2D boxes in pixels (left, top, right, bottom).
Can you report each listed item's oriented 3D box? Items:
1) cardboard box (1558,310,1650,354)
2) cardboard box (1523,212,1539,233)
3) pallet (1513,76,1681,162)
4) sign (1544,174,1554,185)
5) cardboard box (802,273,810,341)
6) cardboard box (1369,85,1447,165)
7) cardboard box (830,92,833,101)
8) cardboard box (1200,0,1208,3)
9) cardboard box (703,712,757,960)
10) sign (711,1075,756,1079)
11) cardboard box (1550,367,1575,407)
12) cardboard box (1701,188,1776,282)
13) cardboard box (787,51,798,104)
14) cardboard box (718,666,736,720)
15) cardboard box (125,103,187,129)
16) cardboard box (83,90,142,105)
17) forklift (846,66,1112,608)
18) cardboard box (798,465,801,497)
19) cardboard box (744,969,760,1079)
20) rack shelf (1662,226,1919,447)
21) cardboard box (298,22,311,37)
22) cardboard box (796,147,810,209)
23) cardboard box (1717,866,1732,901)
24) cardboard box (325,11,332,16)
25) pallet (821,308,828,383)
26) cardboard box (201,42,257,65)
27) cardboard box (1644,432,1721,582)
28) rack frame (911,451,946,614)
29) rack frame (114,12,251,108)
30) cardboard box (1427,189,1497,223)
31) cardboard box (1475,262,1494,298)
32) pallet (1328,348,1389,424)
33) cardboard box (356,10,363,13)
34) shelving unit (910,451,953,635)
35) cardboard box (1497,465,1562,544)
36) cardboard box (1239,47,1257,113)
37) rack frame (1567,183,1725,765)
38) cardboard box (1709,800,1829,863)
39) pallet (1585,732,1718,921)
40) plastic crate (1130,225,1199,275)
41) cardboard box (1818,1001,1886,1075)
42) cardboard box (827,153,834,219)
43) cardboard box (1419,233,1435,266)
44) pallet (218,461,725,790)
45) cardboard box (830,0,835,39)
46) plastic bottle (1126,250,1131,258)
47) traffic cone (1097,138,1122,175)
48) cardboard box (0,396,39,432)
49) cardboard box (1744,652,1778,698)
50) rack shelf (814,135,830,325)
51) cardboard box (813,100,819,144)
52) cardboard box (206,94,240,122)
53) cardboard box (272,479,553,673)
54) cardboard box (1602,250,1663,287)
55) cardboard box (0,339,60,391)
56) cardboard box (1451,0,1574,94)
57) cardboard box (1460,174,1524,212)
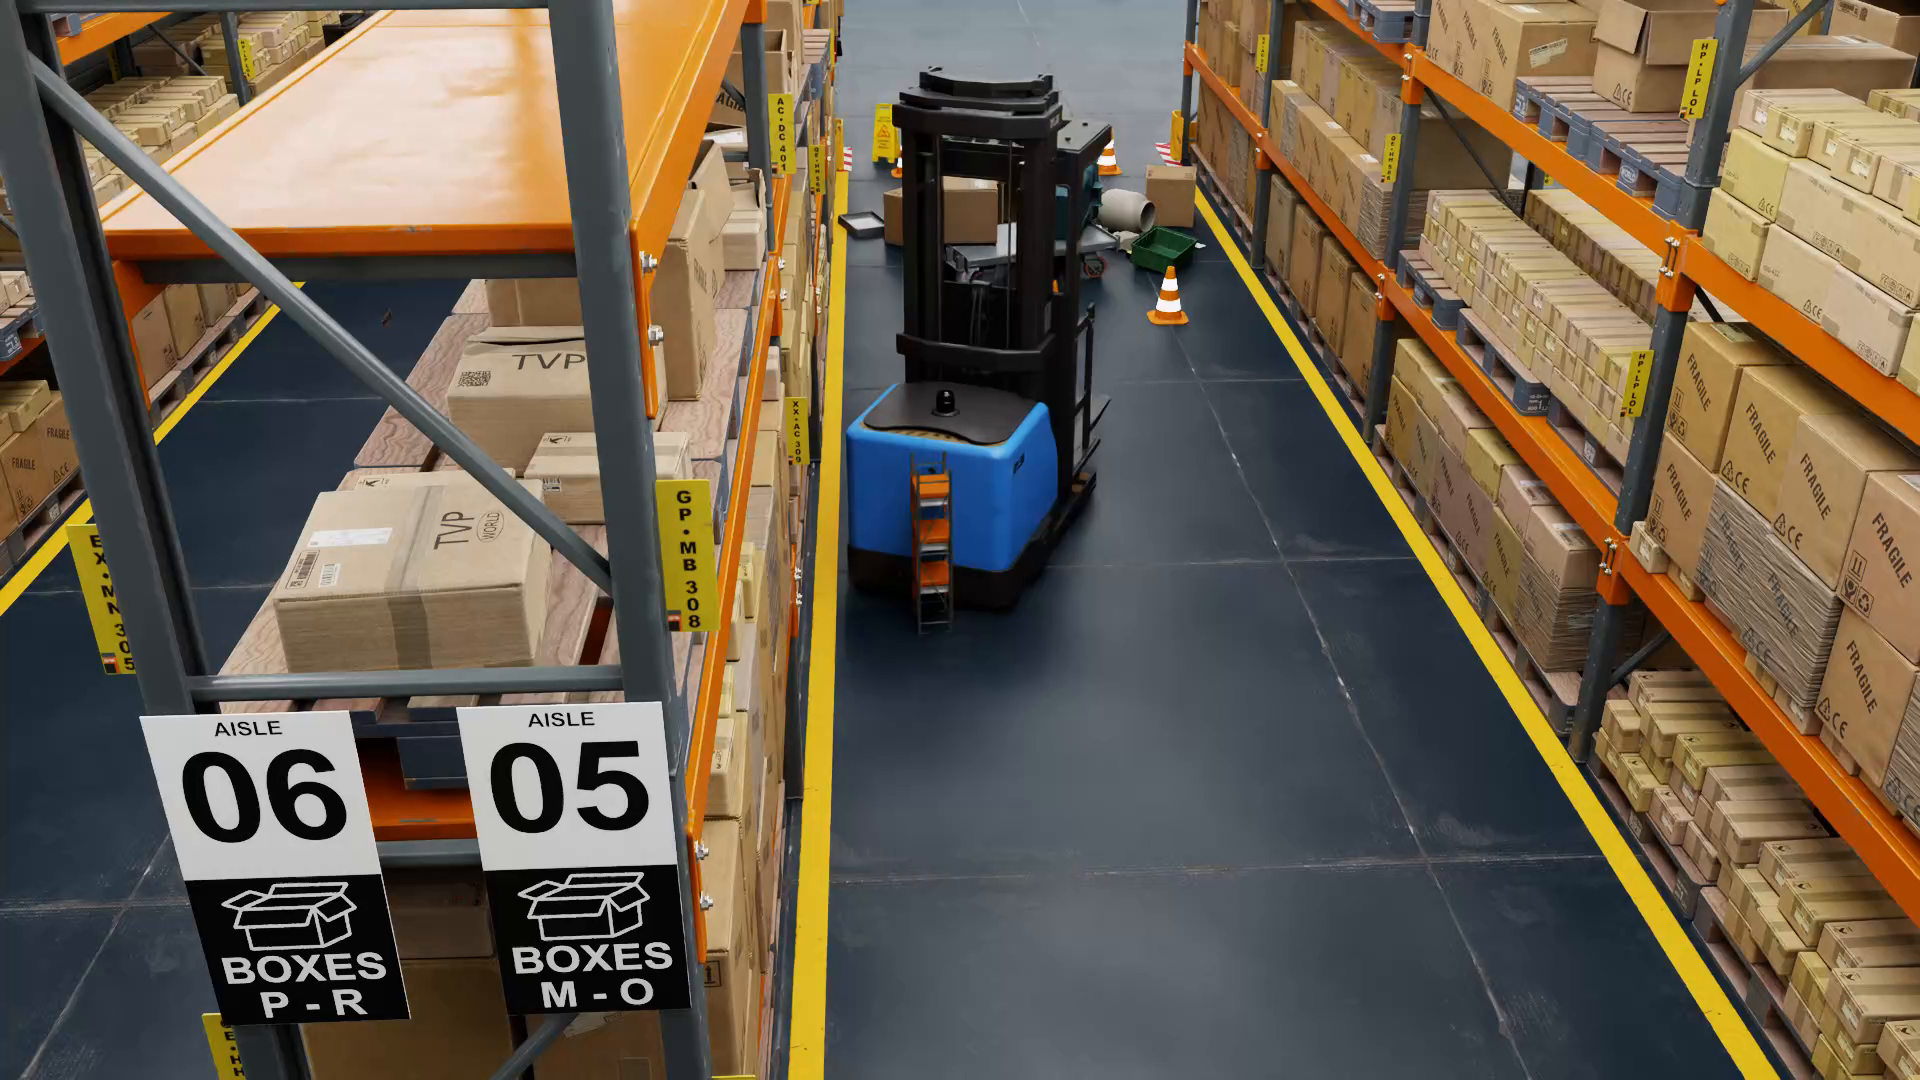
[{"bbox_3d":[3.401,-1.101,8.792,0.380,0.149,0.250,-1,28,-3],"label":"cardboard box"},{"bbox_3d":[3.929,-2.054,10.940,0.380,0.149,0.250,-1,28,-2],"label":"cardboard box"},{"bbox_3d":[3.674,-2.230,8.742,1.213,0.211,1.003,-1,28,-3],"label":"pallet"},{"bbox_3d":[3.990,-2.560,11.248,0.100,0.325,0.005,-1,28,-3],"label":"sign"},{"bbox_3d":[-1.133,-1.363,9.742,0.500,0.250,0.500,-2,28,-4],"label":"cardboard box"},{"bbox_3d":[3.407,-2.993,12.056,0.700,0.500,0.500,-2,28,-3],"label":"cardboard box"},{"bbox_3d":[-1.509,-4.532,17.203,0.380,0.149,0.250,-1,28,-2],"label":"cardboard box"},{"bbox_3d":[3.012,-6.132,17.933,0.875,0.550,0.550,-1,28,-3],"label":"cardboard box"},{"bbox_3d":[-0.846,0.842,4.703,0.500,0.500,0.500,-2,28,-4],"label":"cardboard box"},{"bbox_3d":[-0.517,1.367,3.864,0.100,0.325,0.005,-1,28,-3],"label":"sign"},{"bbox_3d":[3.401,-0.821,8.899,0.380,0.149,0.250,-3,28,-5],"label":"cardboard box"},{"bbox_3d":[3.418,-1.260,6.842,0.500,0.250,0.500,0,28,0],"label":"cardboard box"},{"bbox_3d":[-1.026,-2.360,8.478,0.396,0.266,0.258,1,28,2],"label":"cardboard box"},{"bbox_3d":[-0.829,0.487,4.681,0.380,0.149,0.250,-2,28,-4],"label":"cardboard box"},{"bbox_3d":[-6.326,-3.330,13.081,0.380,0.149,0.250,-2,28,-4],"label":"cardboard box"},{"bbox_3d":[-6.877,-3.548,13.499,0.380,0.149,0.250,-1,28,-3],"label":"cardboard box"},{"bbox_3d":[0.289,-1.563,10.577,1.130,2.935,3.031,9,29,17],"label":"forklift"},{"bbox_3d":[-1.068,-0.433,8.499,0.500,0.250,0.500,-2,28,-4],"label":"cardboard box"},{"bbox_3d":[-0.810,1.523,4.477,0.500,0.500,0.500,-2,28,-3],"label":"cardboard box"},{"bbox_3d":[3.762,-0.305,5.624,1.077,0.370,4.000,-1,28,-3],"label":"rack shelf"},{"bbox_3d":[-6.551,-4.940,16.169,0.380,0.149,0.250,-2,28,-3],"label":"cardboard box"},{"bbox_3d":[-1.201,-2.153,10.446,0.500,0.500,0.500,-2,28,-4],"label":"cardboard box"},{"bbox_3d":[3.547,1.512,7.235,0.380,0.149,0.250,-3,28,-5],"label":"cardboard box"},{"bbox_3d":[-6.487,-5.307,16.550,0.380,0.149,0.250,-1,28,-1],"label":"cardboard box"},{"bbox_3d":[-1.589,-1.585,13.560,1.003,0.211,1.213,-1,28,-3],"label":"pallet"},{"bbox_3d":[-6.375,-4.242,14.508,0.380,0.149,0.250,-1,28,-2],"label":"cardboard box"},{"bbox_3d":[3.432,-0.159,7.381,0.500,0.500,0.500,-2,28,-4],"label":"cardboard box"},{"bbox_3d":[-0.181,-0.032,9.677,0.200,1.050,0.008,-4,28,-8],"label":"rack frame"},{"bbox_3d":[-6.655,-3.624,14.454,1.000,3.000,0.127,-1,28,-3],"label":"rack frame"},{"bbox_3d":[3.280,-2.183,10.866,0.380,0.149,0.250,-1,28,-3],"label":"cardboard box"},{"bbox_3d":[3.332,-1.563,9.999,0.380,0.149,0.250,-1,28,-3],"label":"cardboard box"},{"bbox_3d":[3.483,-1.194,12.811,1.003,0.211,1.213,-1,28,-3],"label":"pallet"},{"bbox_3d":[-6.576,-5.295,17.549,0.500,0.500,0.500,-2,28,-4],"label":"cardboard box"},{"bbox_3d":[-0.162,0.023,9.570,0.215,1.050,0.252,-4,28,-8],"label":"shelving unit"},{"bbox_3d":[3.353,-0.203,9.334,0.500,0.250,0.500,0,28,0],"label":"cardboard box"},{"bbox_3d":[3.157,-4.402,15.784,0.875,0.550,0.550,-1,28,-3],"label":"cardboard box"},{"bbox_3d":[3.658,-0.217,7.923,1.000,3.000,0.127,-1,28,-3],"label":"rack frame"},{"bbox_3d":[3.454,1.245,7.105,0.380,0.149,0.250,-1,28,-2],"label":"cardboard box"},{"bbox_3d":[3.728,1.329,7.974,1.003,0.211,1.213,-1,28,-3],"label":"pallet"},{"bbox_3d":[1.922,-2.739,15.736,0.450,0.188,0.662,22,34,18],"label":"plastic crate"},{"bbox_3d":[3.485,1.860,6.246,0.380,0.149,0.250,-1,28,-2],"label":"cardboard box"},{"bbox_3d":[-1.459,-3.324,15.588,0.500,0.500,0.500,0,28,0],"label":"cardboard box"},{"bbox_3d":[3.270,-1.928,11.020,0.380,0.149,0.250,-2,28,-3],"label":"cardboard box"},{"bbox_3d":[-1.121,0.163,4.045,1.003,0.211,1.213,-1,28,-3],"label":"pallet"},{"bbox_3d":[-1.509,-4.810,15.217,0.700,0.500,0.500,-1,28,-2],"label":"cardboard box"},{"bbox_3d":[1.718,-2.700,15.860,0.133,0.061,0.283,-17,32,-29],"label":"plastic bottle"},{"bbox_3d":[1.641,-4.355,18.599,0.336,0.463,0.334,-1,28,-3],"label":"traffic cone"},{"bbox_3d":[-6.122,-0.795,10.578,0.380,0.149,0.250,-3,28,-5],"label":"cardboard box"},{"bbox_3d":[3.456,0.516,6.789,0.380,0.149,0.250,-1,28,-2],"label":"cardboard box"},{"bbox_3d":[-1.594,-2.503,13.083,1.077,0.370,4.000,-1,28,-3],"label":"rack shelf"},{"bbox_3d":[-1.397,-3.433,13.204,0.500,0.500,0.500,0,28,-1],"label":"cardboard box"},{"bbox_3d":[-6.374,-3.558,13.951,0.500,0.250,0.500,-2,28,-4],"label":"cardboard box"},{"bbox_3d":[-1.185,0.097,3.677,0.500,0.250,0.500,-4,28,-7],"label":"cardboard box"},{"bbox_3d":[3.997,-1.590,9.730,0.380,0.149,0.250,0,28,0],"label":"cardboard box"},{"bbox_3d":[-6.465,-1.198,11.918,0.875,0.625,0.625,-1,28,-1],"label":"cardboard box"},{"bbox_3d":[3.246,-2.938,9.787,0.500,0.500,0.500,-1,28,-3],"label":"cardboard box"},{"bbox_3d":[3.695,-2.323,11.851,0.500,0.500,0.500,-1,28,-2],"label":"cardboard box"}]
